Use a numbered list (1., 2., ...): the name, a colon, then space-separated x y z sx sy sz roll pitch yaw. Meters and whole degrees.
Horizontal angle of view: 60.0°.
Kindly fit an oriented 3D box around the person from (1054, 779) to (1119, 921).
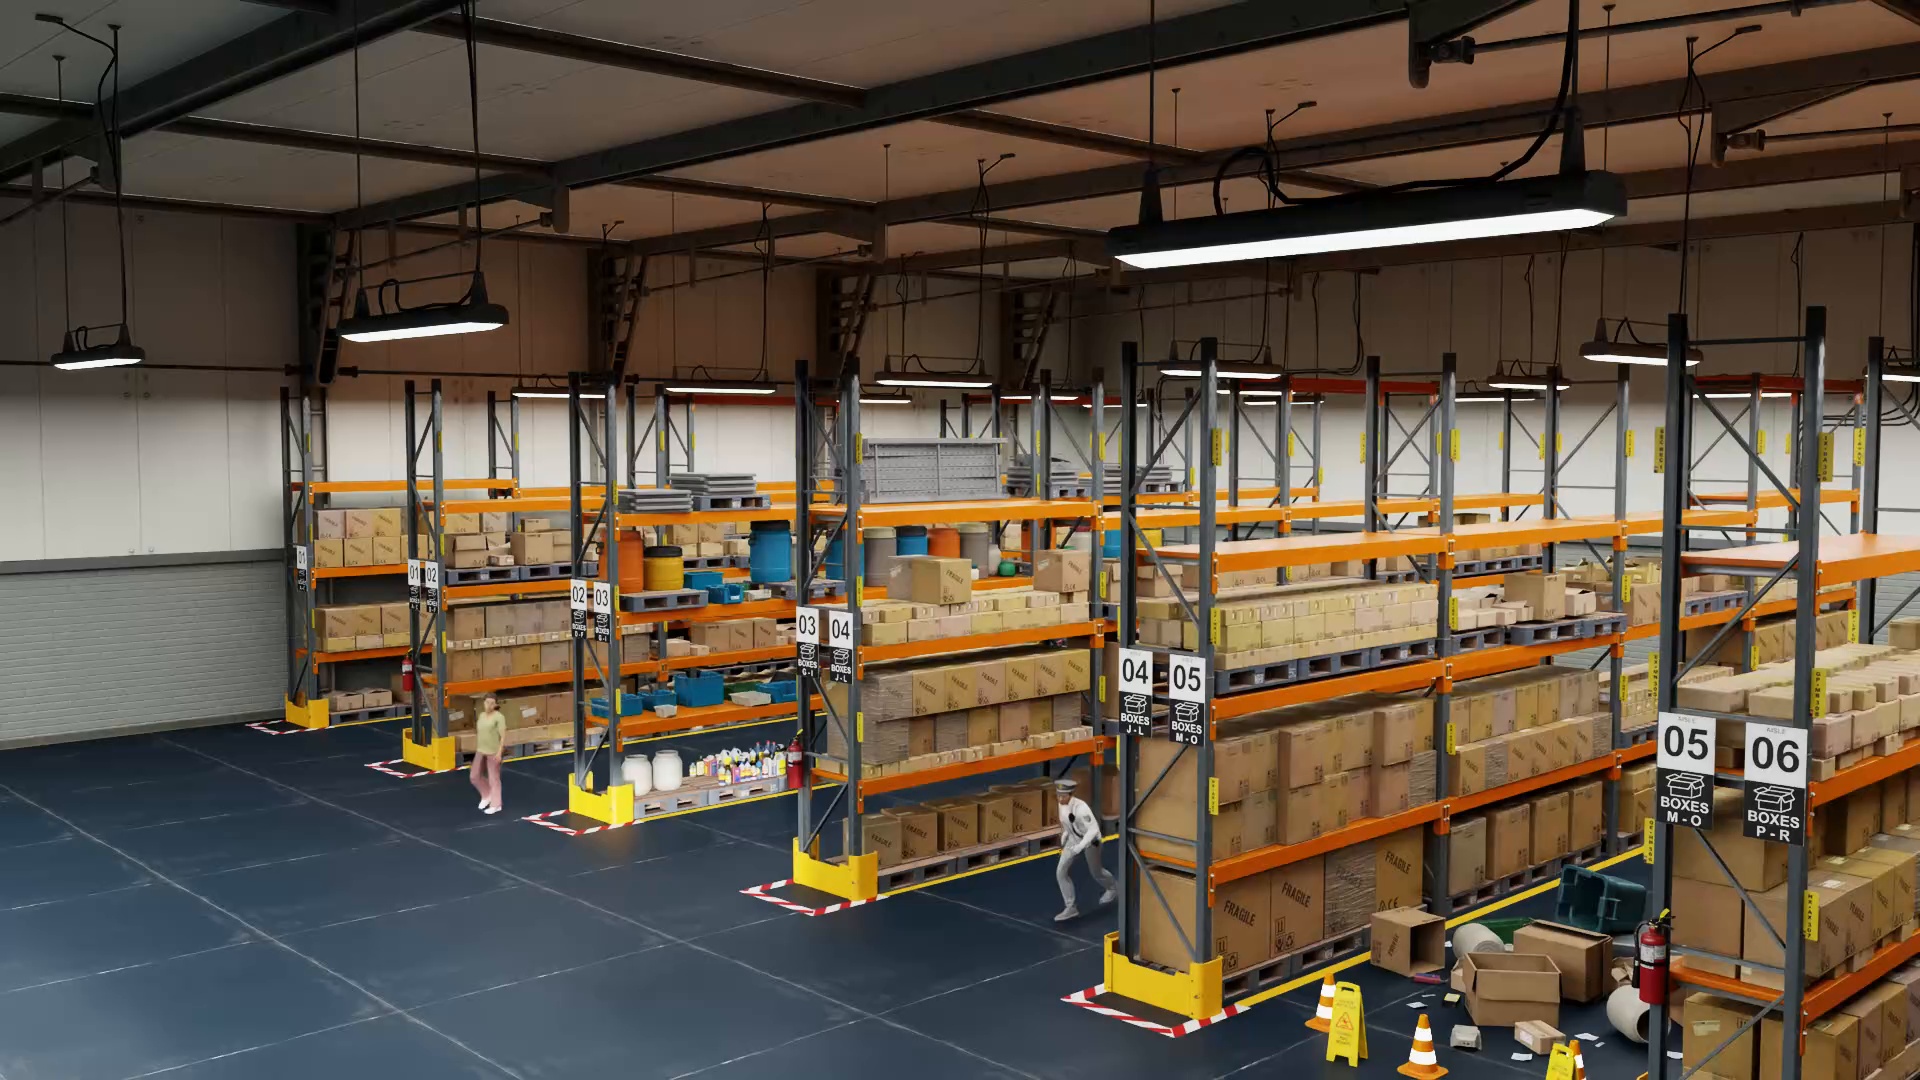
1. person: 1.381 3.260 17.794 1.007 1.514 0.618 -3 5 -40

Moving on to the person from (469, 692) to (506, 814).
1. person: -6.357 2.883 22.505 0.517 1.656 0.472 1 4 18
